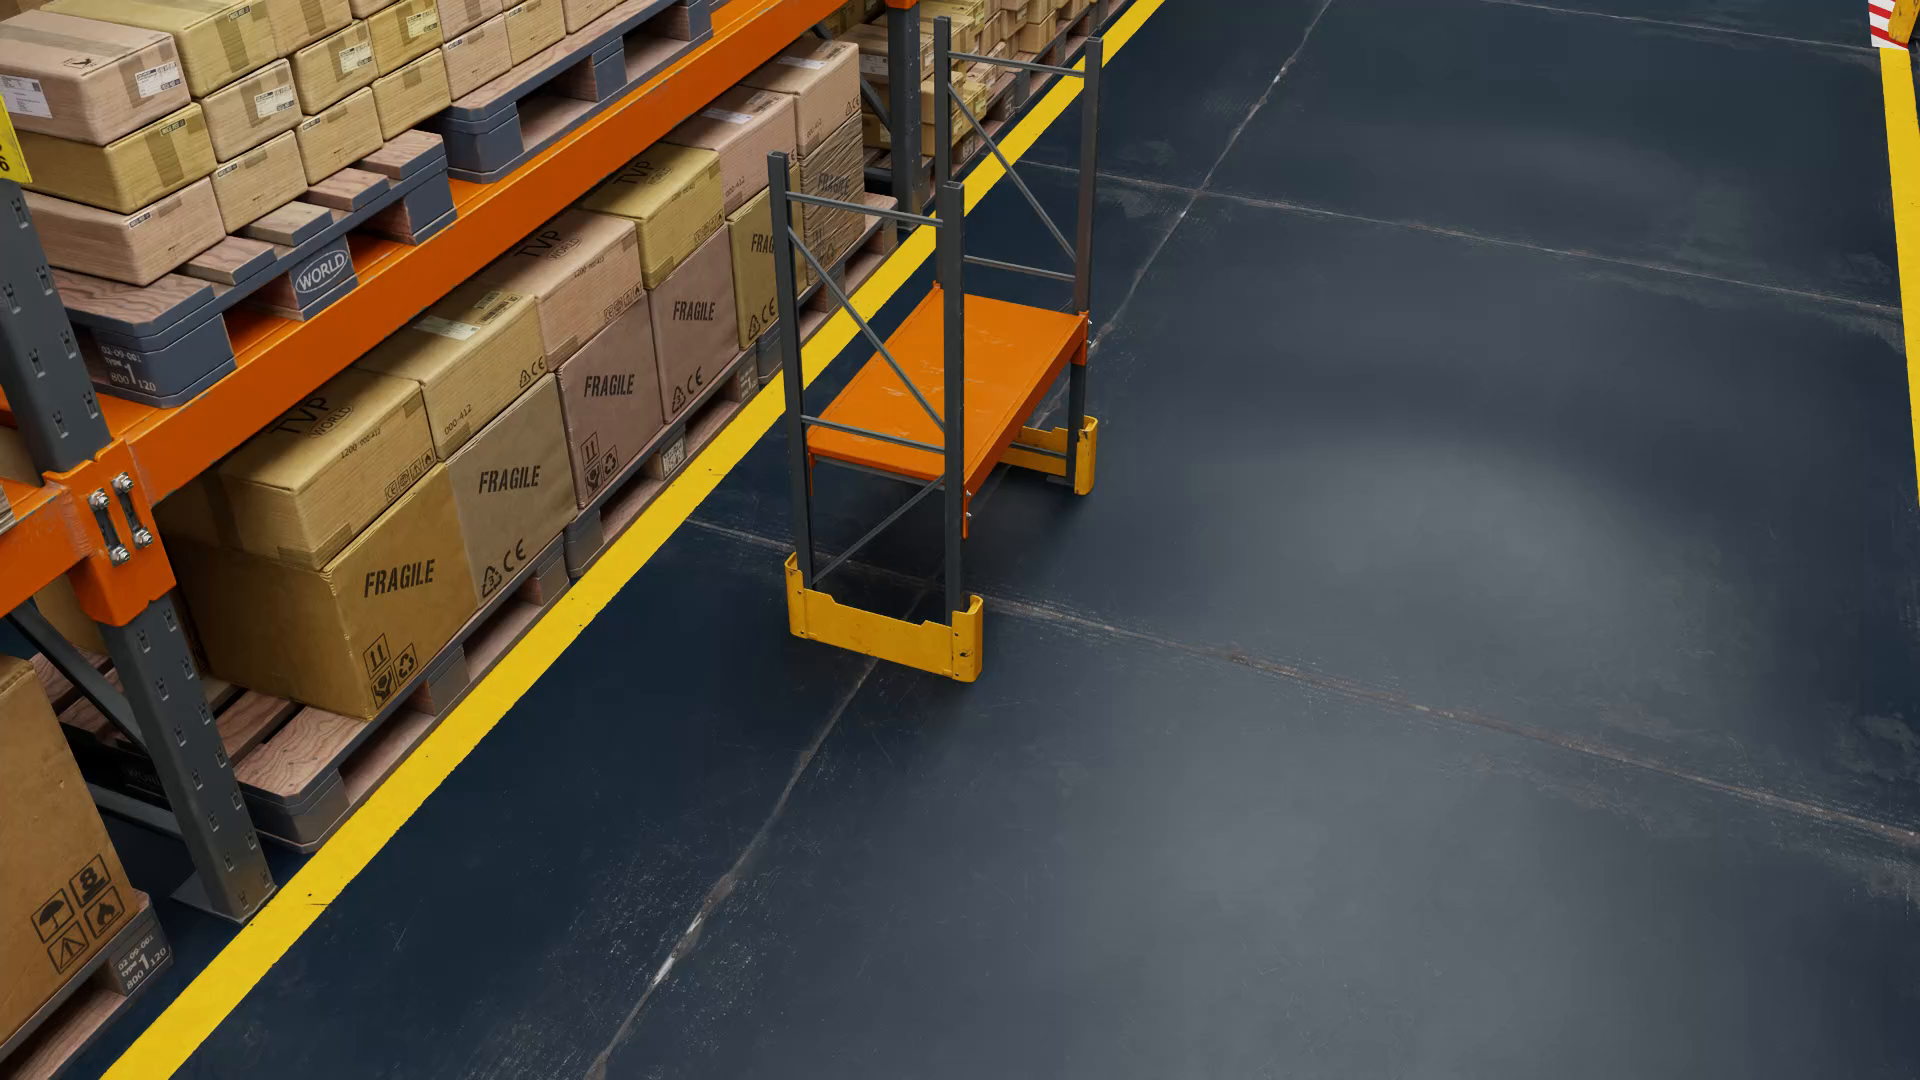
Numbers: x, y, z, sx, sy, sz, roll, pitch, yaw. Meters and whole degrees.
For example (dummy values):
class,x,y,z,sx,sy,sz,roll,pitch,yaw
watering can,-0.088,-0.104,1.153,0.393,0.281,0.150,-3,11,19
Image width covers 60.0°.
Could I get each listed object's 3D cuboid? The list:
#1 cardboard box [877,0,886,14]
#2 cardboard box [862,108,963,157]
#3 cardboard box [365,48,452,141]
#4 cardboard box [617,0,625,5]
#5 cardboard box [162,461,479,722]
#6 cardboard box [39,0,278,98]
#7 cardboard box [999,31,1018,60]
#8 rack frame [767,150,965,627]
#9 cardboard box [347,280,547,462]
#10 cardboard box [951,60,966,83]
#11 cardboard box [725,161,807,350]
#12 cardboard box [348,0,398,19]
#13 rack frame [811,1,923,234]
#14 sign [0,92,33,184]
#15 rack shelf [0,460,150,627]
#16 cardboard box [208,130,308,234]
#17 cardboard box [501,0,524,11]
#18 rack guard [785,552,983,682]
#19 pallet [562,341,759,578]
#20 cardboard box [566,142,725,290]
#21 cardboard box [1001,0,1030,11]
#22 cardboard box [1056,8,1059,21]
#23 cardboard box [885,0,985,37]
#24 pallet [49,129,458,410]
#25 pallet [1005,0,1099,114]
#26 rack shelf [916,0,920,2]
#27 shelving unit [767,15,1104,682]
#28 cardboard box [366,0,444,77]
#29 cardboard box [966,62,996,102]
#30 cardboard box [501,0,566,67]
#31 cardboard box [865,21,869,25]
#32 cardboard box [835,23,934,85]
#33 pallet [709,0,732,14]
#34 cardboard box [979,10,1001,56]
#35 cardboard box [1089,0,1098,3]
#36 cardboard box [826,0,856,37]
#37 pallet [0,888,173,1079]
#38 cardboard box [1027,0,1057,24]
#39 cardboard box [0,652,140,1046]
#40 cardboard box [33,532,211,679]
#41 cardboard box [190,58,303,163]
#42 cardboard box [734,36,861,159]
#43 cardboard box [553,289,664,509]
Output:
class,x,y,z,sx,sy,sz,roll,pitch,yaw
cardboard box,-0.428,-2.569,7.715,0.380,0.149,0.250,15,39,19
cardboard box,-0.206,-1.787,7.166,0.380,0.149,0.250,12,38,16
cardboard box,-1.501,-1.135,4.122,0.380,0.149,0.250,16,40,20
cardboard box,-1.103,-1.713,4.895,0.380,0.149,0.250,16,39,20
cardboard box,-1.659,0.082,4.372,0.500,0.500,0.500,12,38,16
cardboard box,-1.709,-1.085,3.558,0.380,0.149,0.250,13,39,17
cardboard box,0.062,-2.393,7.976,0.380,0.149,0.250,12,38,16
rack frame,-0.226,-0.272,4.361,0.500,1.500,0.032,14,39,18
cardboard box,-1.485,-0.493,4.514,0.500,0.250,0.500,13,39,17
cardboard box,-0.195,-2.066,7.291,0.380,0.149,0.250,14,39,18
cardboard box,-0.886,-1.048,5.884,0.500,0.500,0.500,13,39,17
cardboard box,-1.510,-1.366,3.934,0.380,0.149,0.250,12,38,16
rack frame,-0.642,-2.632,6.266,1.000,3.000,0.127,14,39,18
sign,-1.649,-0.757,2.790,0.100,0.325,0.005,14,39,18
rack shelf,-2.925,0.978,2.037,1.077,0.370,4.000,14,39,18
cardboard box,-1.705,-0.836,3.722,0.380,0.149,0.250,16,40,20
cardboard box,-1.305,-1.540,4.415,0.380,0.149,0.250,13,39,17
rack guard,-0.219,0.218,4.750,0.587,0.250,0.087,14,39,18
pallet,-1.399,-0.406,5.617,1.003,0.211,1.213,14,39,18
cardboard box,-1.087,-1.052,5.263,0.500,0.250,0.500,12,38,16
cardboard box,0.142,-2.603,7.760,0.380,0.149,0.250,15,39,19
cardboard box,0.279,-2.678,8.357,0.380,0.149,0.250,15,39,19
cardboard box,-0.109,-2.331,7.396,0.380,0.149,0.250,13,39,17
pallet,-1.991,-0.760,3.921,1.213,0.211,1.003,14,39,18
pallet,0.044,-2.573,8.516,1.003,0.211,1.213,14,39,18
rack shelf,0.119,-3.452,7.963,1.077,0.370,4.000,14,39,18
shelving unit,-0.029,-0.559,4.745,0.587,1.500,1.083,14,39,18
cardboard box,-1.499,-1.265,4.048,0.380,0.149,0.250,14,39,18
cardboard box,-0.058,-2.084,7.563,0.380,0.149,0.250,14,39,18
cardboard box,-1.304,-1.422,4.506,0.380,0.149,0.250,14,39,18
cardboard box,-0.639,-2.330,7.643,0.380,0.149,0.250,13,39,16
cardboard box,-0.319,-2.041,7.008,0.380,0.149,0.250,15,39,20
pallet,-1.067,-2.166,5.802,1.003,0.211,1.213,14,39,18
cardboard box,-0.030,-2.358,7.681,0.380,0.149,0.250,12,38,15
cardboard box,0.567,-2.947,8.718,0.380,0.149,0.250,12,38,16
cardboard box,-0.687,-2.304,7.360,0.380,0.149,0.250,14,39,18
pallet,-2.533,1.118,3.577,1.003,0.211,1.213,14,39,18
cardboard box,0.251,-2.630,8.046,0.380,0.149,0.250,14,39,17
cardboard box,-2.479,0.632,3.428,1.050,0.750,0.750,13,39,17
cardboard box,-2.155,-0.009,4.493,0.500,0.500,0.500,14,39,18
cardboard box,-1.693,-0.977,3.662,0.380,0.149,0.250,16,40,20
cardboard box,-0.691,-1.630,6.036,0.500,0.250,0.500,13,39,17
cardboard box,-1.280,-0.483,5.127,0.500,0.500,0.500,13,39,17
